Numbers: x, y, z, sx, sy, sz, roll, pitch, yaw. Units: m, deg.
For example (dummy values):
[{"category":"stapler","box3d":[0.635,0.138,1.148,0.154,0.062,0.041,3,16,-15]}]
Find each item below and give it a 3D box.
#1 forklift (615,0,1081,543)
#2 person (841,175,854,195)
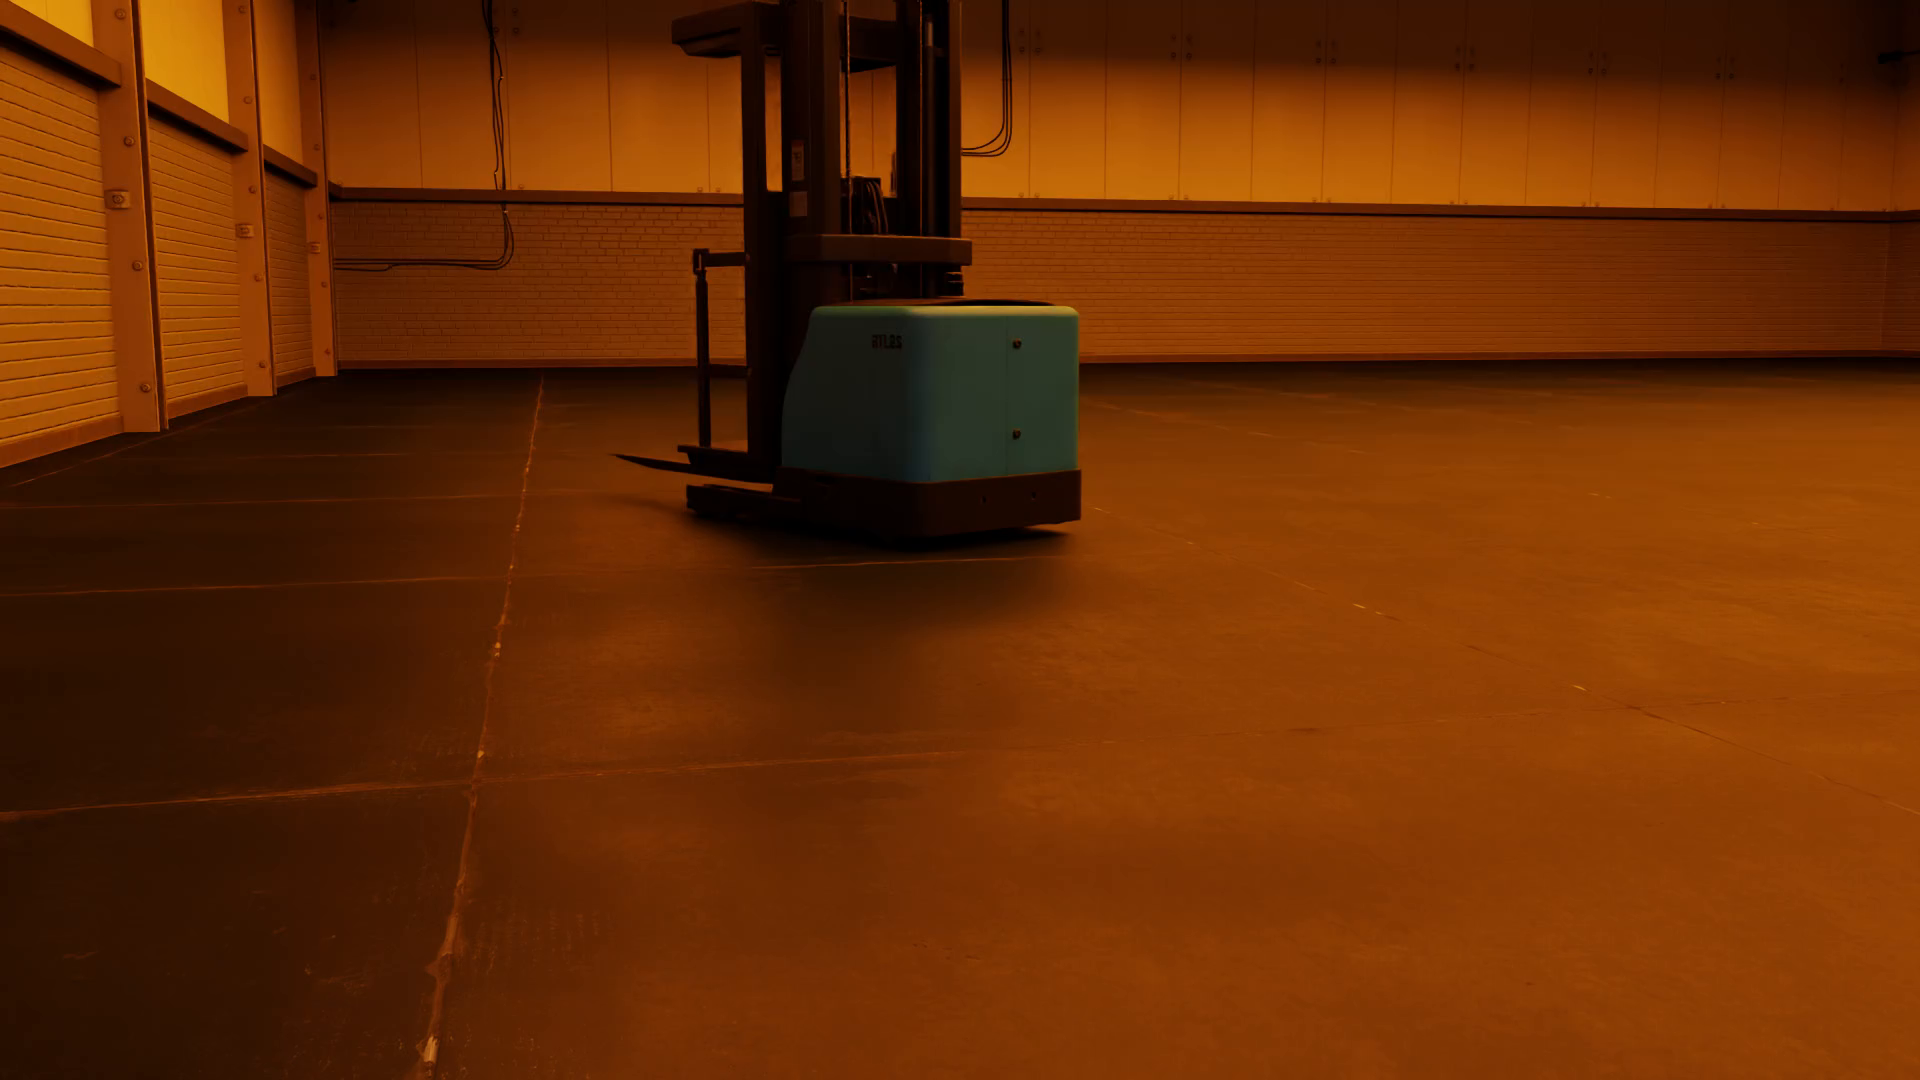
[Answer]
[{"category":"forklift","box3d":[-0.762,-1.593,8.514,1.130,2.935,3.031,-7,10,-40]},{"category":"person","box3d":[-0.516,-1.076,8.854,0.709,1.691,0.935,1,8,9]}]
